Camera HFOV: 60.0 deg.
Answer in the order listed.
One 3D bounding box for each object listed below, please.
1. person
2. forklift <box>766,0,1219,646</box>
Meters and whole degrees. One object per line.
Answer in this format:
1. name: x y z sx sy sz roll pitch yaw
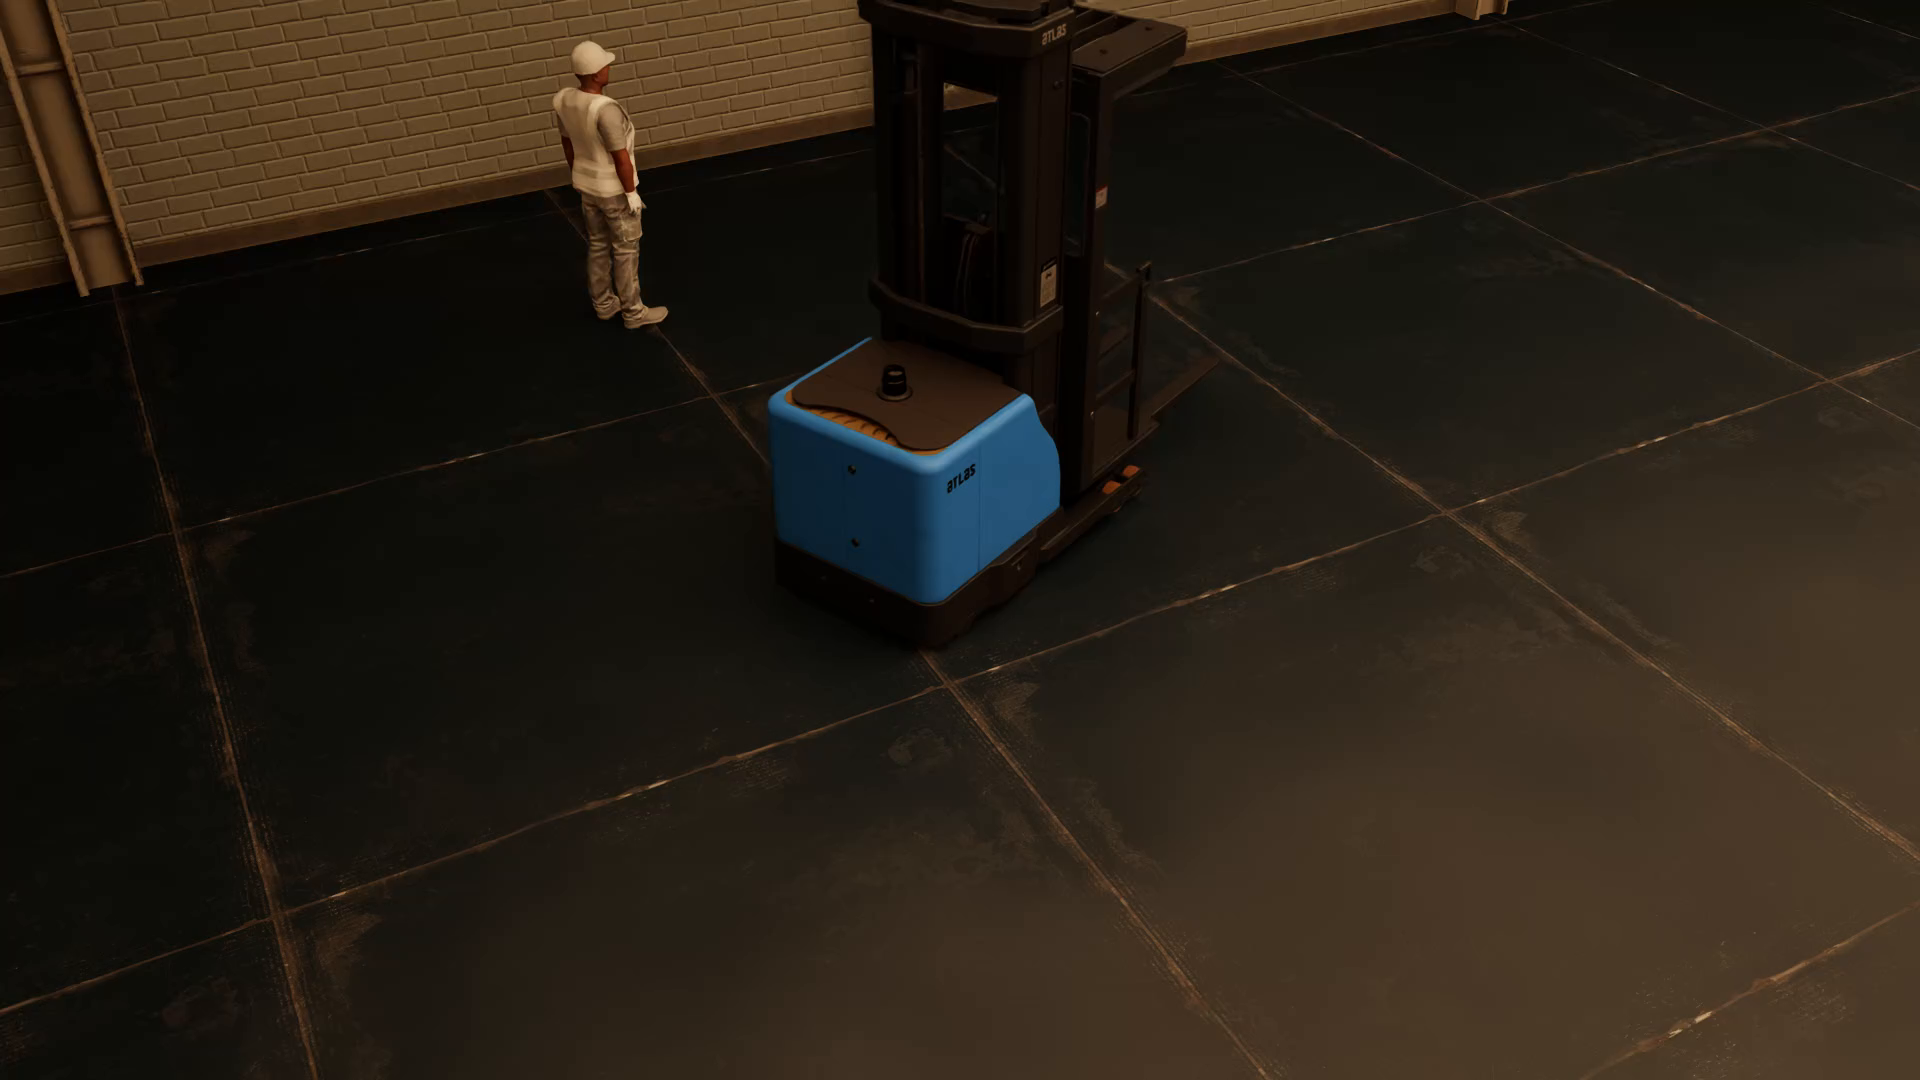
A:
1. person: -2.151 -2.169 10.183 0.557 1.790 0.368 25 42 31
2. forklift: 0.359 -1.496 8.239 1.130 2.935 3.031 23 41 29
